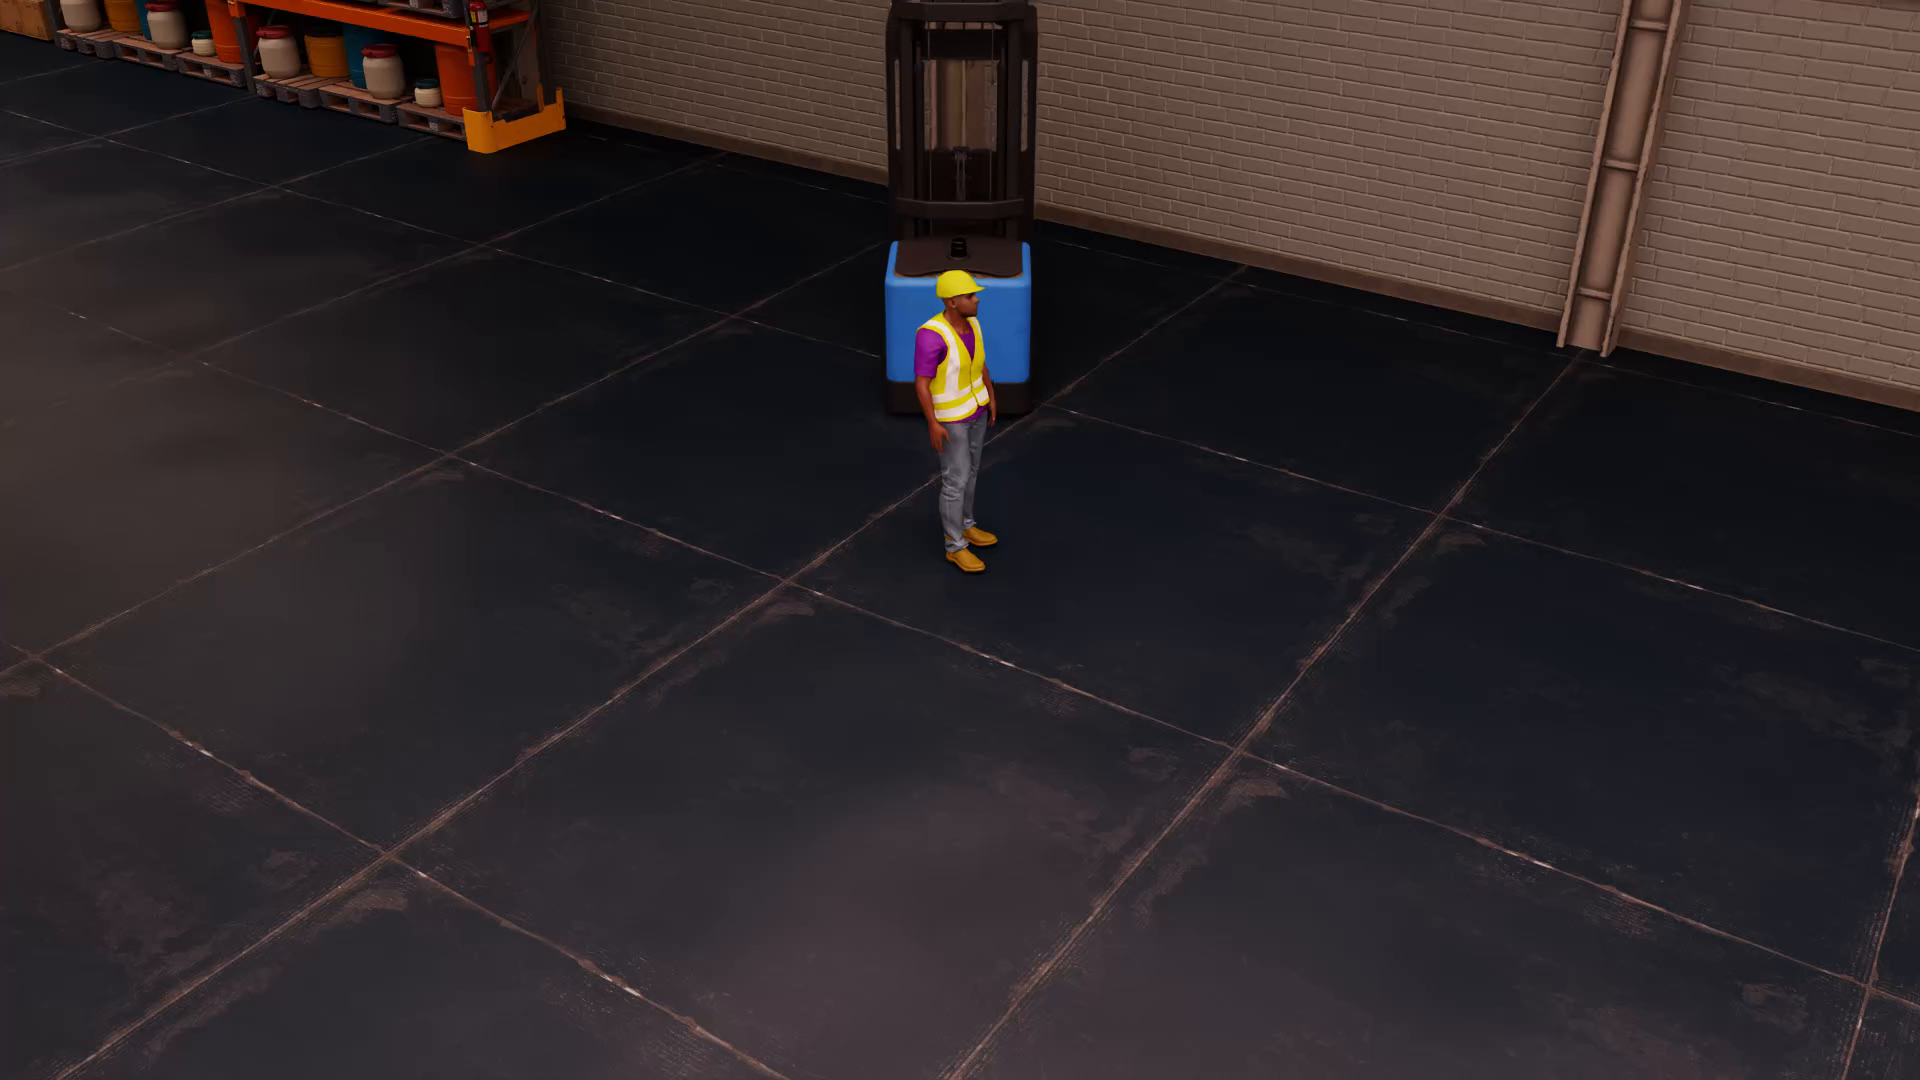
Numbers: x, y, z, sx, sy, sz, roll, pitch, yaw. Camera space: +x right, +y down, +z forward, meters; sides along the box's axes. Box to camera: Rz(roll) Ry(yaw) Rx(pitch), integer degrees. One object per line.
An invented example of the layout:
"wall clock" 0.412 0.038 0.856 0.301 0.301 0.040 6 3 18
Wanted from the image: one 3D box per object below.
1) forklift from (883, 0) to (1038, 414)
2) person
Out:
"forklift" 0.017 -2.872 12.528 1.130 2.935 3.031 1 30 1
"person" 0.054 -0.748 10.015 0.576 1.766 0.665 19 35 29
